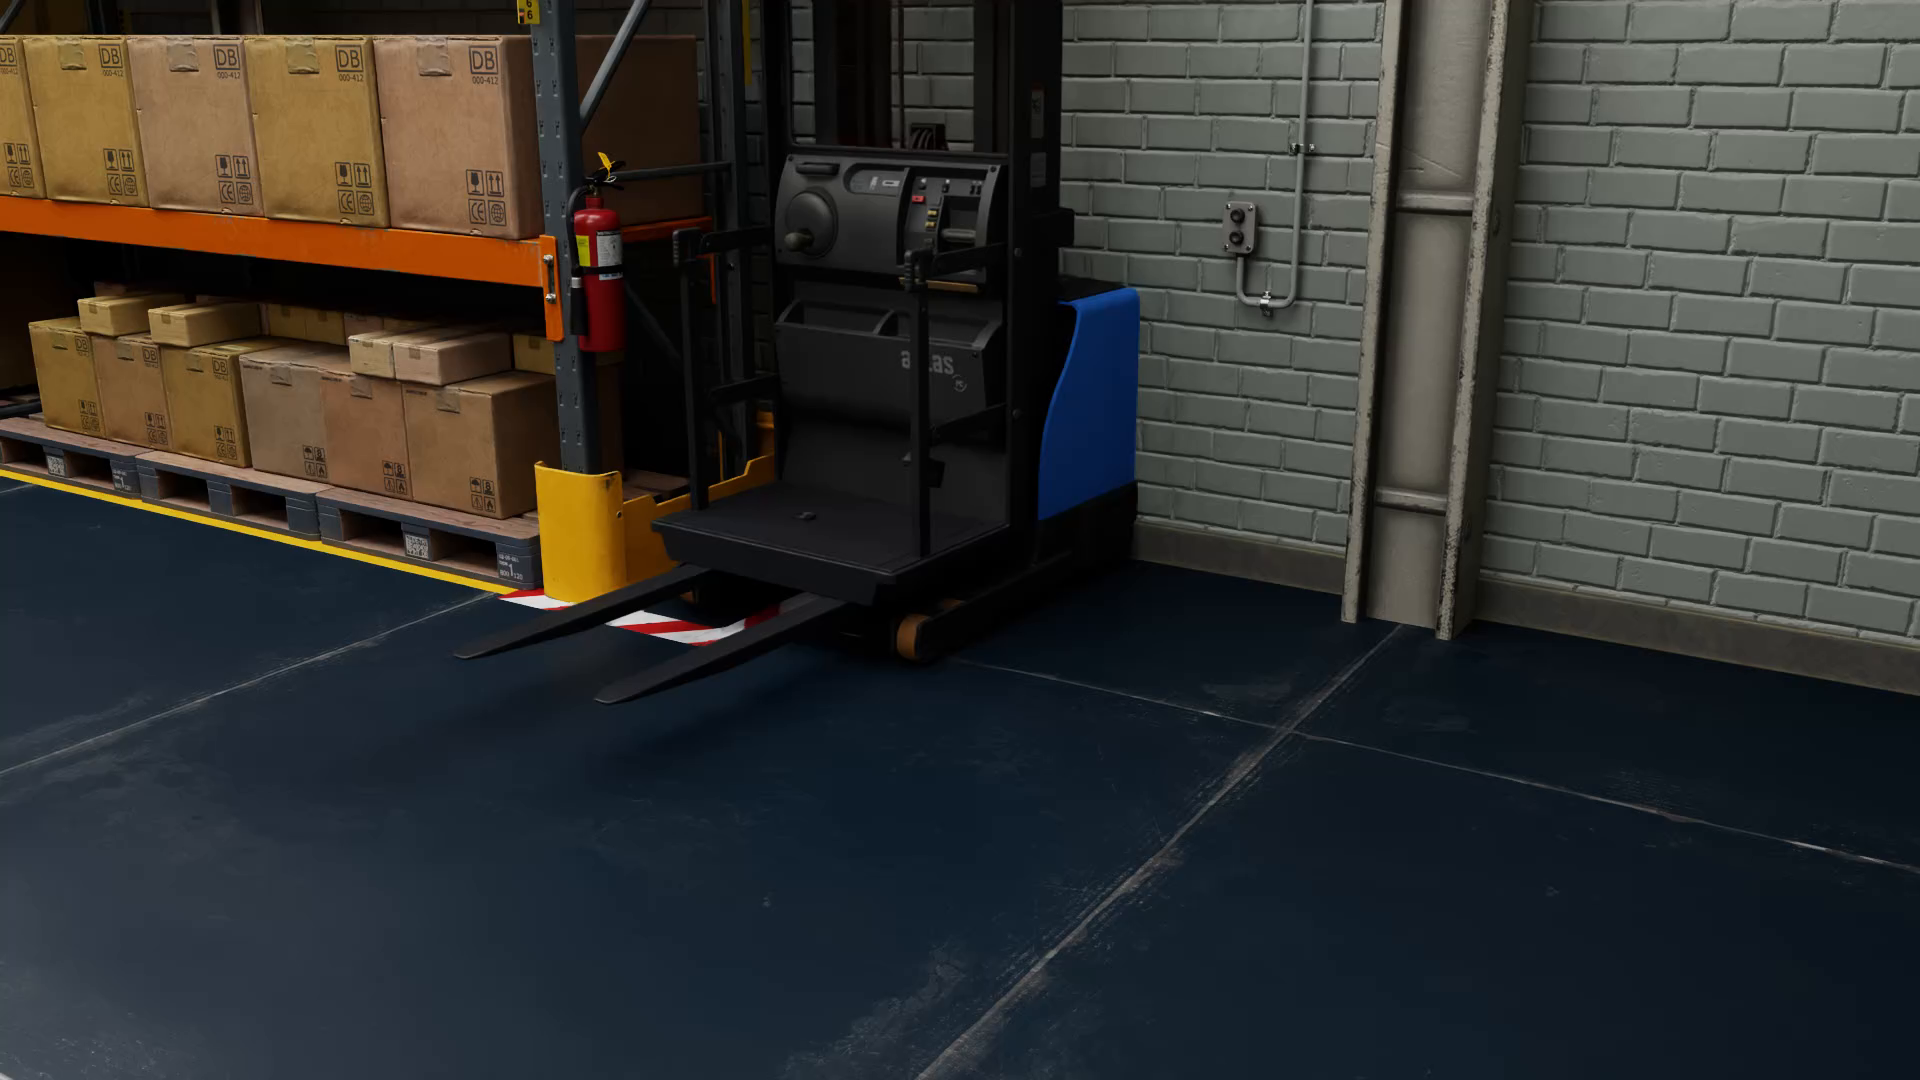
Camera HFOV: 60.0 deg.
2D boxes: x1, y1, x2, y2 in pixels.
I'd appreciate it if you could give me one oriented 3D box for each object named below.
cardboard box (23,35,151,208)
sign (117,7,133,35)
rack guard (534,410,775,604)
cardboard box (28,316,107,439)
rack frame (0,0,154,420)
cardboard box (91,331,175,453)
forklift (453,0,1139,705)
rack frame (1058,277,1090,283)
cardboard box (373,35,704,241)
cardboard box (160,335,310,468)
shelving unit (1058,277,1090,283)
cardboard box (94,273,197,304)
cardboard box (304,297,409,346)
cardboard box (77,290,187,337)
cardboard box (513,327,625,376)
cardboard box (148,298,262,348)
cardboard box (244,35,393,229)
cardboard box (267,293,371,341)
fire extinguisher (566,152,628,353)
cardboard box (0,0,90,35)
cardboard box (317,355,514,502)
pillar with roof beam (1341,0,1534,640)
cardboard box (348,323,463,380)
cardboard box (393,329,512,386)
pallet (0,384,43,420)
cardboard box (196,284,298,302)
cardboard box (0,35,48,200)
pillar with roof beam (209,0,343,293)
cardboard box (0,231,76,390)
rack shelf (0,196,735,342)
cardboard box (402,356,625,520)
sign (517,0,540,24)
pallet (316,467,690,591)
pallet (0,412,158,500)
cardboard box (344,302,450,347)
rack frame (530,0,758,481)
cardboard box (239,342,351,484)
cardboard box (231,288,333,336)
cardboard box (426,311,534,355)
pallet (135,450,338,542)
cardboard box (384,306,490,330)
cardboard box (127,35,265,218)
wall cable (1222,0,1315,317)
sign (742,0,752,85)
[{"bbox_3d":[-3.482,-1.905,7.476,0.700,0.700,0.980,10,19,29],"label":"cardboard box"},{"bbox_3d":[-4.266,-2.550,8.490,0.005,0.325,0.100,10,20,30],"label":"sign"},{"bbox_3d":[-1.126,-0.152,6.523,0.348,0.500,1.175,10,20,30],"label":"rack guard"},{"bbox_3d":[-3.972,-0.826,8.019,0.500,0.500,0.700,10,20,31],"label":"cardboard box"},{"bbox_3d":[-4.555,-1.960,8.174,0.127,3.000,1.000,10,20,30],"label":"rack frame"},{"bbox_3d":[-3.545,-0.749,7.764,0.500,0.500,0.700,10,20,30],"label":"cardboard box"},{"bbox_3d":[-0.383,-1.150,5.626,1.130,2.935,3.031,11,20,33],"label":"forklift"},{"bbox_3d":[0.398,-0.504,6.382,0.032,1.125,0.500,6,13,31],"label":"rack frame"},{"bbox_3d":[-1.586,-1.571,6.375,0.700,0.700,0.980,11,20,33],"label":"cardboard box"},{"bbox_3d":[-3.109,-0.670,7.505,0.500,0.500,0.700,11,20,31],"label":"cardboard box"},{"bbox_3d":[-0.034,-0.552,6.647,1.048,1.125,0.538,6,13,31],"label":"shelving unit"},{"bbox_3d":[-3.991,-1.208,8.159,0.250,0.149,0.380,10,20,30],"label":"cardboard box"},{"bbox_3d":[-2.666,-0.972,7.382,0.250,0.149,0.380,10,20,31],"label":"cardboard box"},{"bbox_3d":[-3.775,-1.039,7.604,0.250,0.149,0.380,11,20,32],"label":"cardboard box"},{"bbox_3d":[-1.584,-0.780,6.749,0.250,0.149,0.380,10,20,30],"label":"cardboard box"},{"bbox_3d":[-3.330,-0.960,7.343,0.250,0.149,0.380,9,19,28],"label":"cardboard box"},{"bbox_3d":[-2.212,-1.679,6.730,0.700,0.700,0.980,10,20,30],"label":"cardboard box"},{"bbox_3d":[-2.881,-1.011,7.509,0.250,0.149,0.380,10,19,29],"label":"cardboard box"},{"bbox_3d":[-1.260,-0.999,5.785,0.183,0.674,0.296,10,20,30],"label":"fire extinguisher"},{"bbox_3d":[-4.811,-2.654,8.447,0.500,0.250,0.500,11,20,32],"label":"cardboard box"},{"bbox_3d":[-2.222,-0.515,6.993,0.500,0.500,0.700,10,20,30],"label":"cardboard box"},{"bbox_3d":[-0.646,-2.960,1.143,0.400,9.000,9.100,10,20,30],"label":"pillar with roof beam"},{"bbox_3d":[-2.218,-0.762,6.691,0.250,0.149,0.380,11,20,32],"label":"cardboard box"},{"bbox_3d":[-2.000,-0.723,6.564,0.250,0.149,0.380,10,19,29],"label":"cardboard box"},{"bbox_3d":[-5.252,-0.725,8.905,1.213,0.211,1.003,10,20,30],"label":"pallet"},{"bbox_3d":[-3.316,-1.088,7.765,0.250,0.149,0.380,9,19,28],"label":"cardboard box"},{"bbox_3d":[-4.101,-2.017,7.846,0.700,0.700,0.980,10,20,31],"label":"cardboard box"},{"bbox_3d":[-5.759,-3.873,4.147,0.400,9.000,9.100,10,20,30],"label":"pillar with roof beam"},{"bbox_3d":[-5.177,-1.200,8.645,0.750,0.750,0.750,10,20,31],"label":"cardboard box"},{"bbox_3d":[-2.851,-1.312,7.277,4.000,0.370,1.077,10,20,30],"label":"rack shelf"},{"bbox_3d":[-1.795,-0.439,6.743,0.500,0.500,0.700,10,20,30],"label":"cardboard box"},{"bbox_3d":[-1.442,-1.887,5.533,0.005,0.325,0.100,10,20,30],"label":"sign"},{"bbox_3d":[-1.869,-0.120,6.913,1.213,0.211,1.003,10,20,30],"label":"pallet"},{"bbox_3d":[-3.948,-0.491,8.135,1.213,0.211,1.003,10,20,30],"label":"pallet"},{"bbox_3d":[-2.447,-0.933,7.254,0.250,0.149,0.380,10,20,31],"label":"cardboard box"},{"bbox_3d":[-1.147,-1.352,6.171,0.127,3.000,1.000,10,20,30],"label":"rack frame"},{"bbox_3d":[-2.651,-0.591,7.244,0.500,0.500,0.700,9,19,28],"label":"cardboard box"},{"bbox_3d":[-3.101,-1.050,7.638,0.250,0.149,0.380,10,20,31],"label":"cardboard box"},{"bbox_3d":[-2.016,-0.856,7.002,0.250,0.149,0.380,10,20,30],"label":"cardboard box"},{"bbox_3d":[-2.904,-0.306,7.525,1.213,0.211,1.003,10,20,30],"label":"pallet"},{"bbox_3d":[-2.229,-0.895,7.128,0.250,0.149,0.380,10,20,31],"label":"cardboard box"},{"bbox_3d":[-2.857,-1.797,7.120,0.700,0.700,0.980,9,19,27],"label":"cardboard box"},{"bbox_3d":[0.439,-1.878,6.154,1.851,1.984,0.084,10,20,30],"label":"wall cable"},{"bbox_3d":[-0.851,-1.941,6.484,0.005,0.325,0.100,10,20,30],"label":"sign"}]
